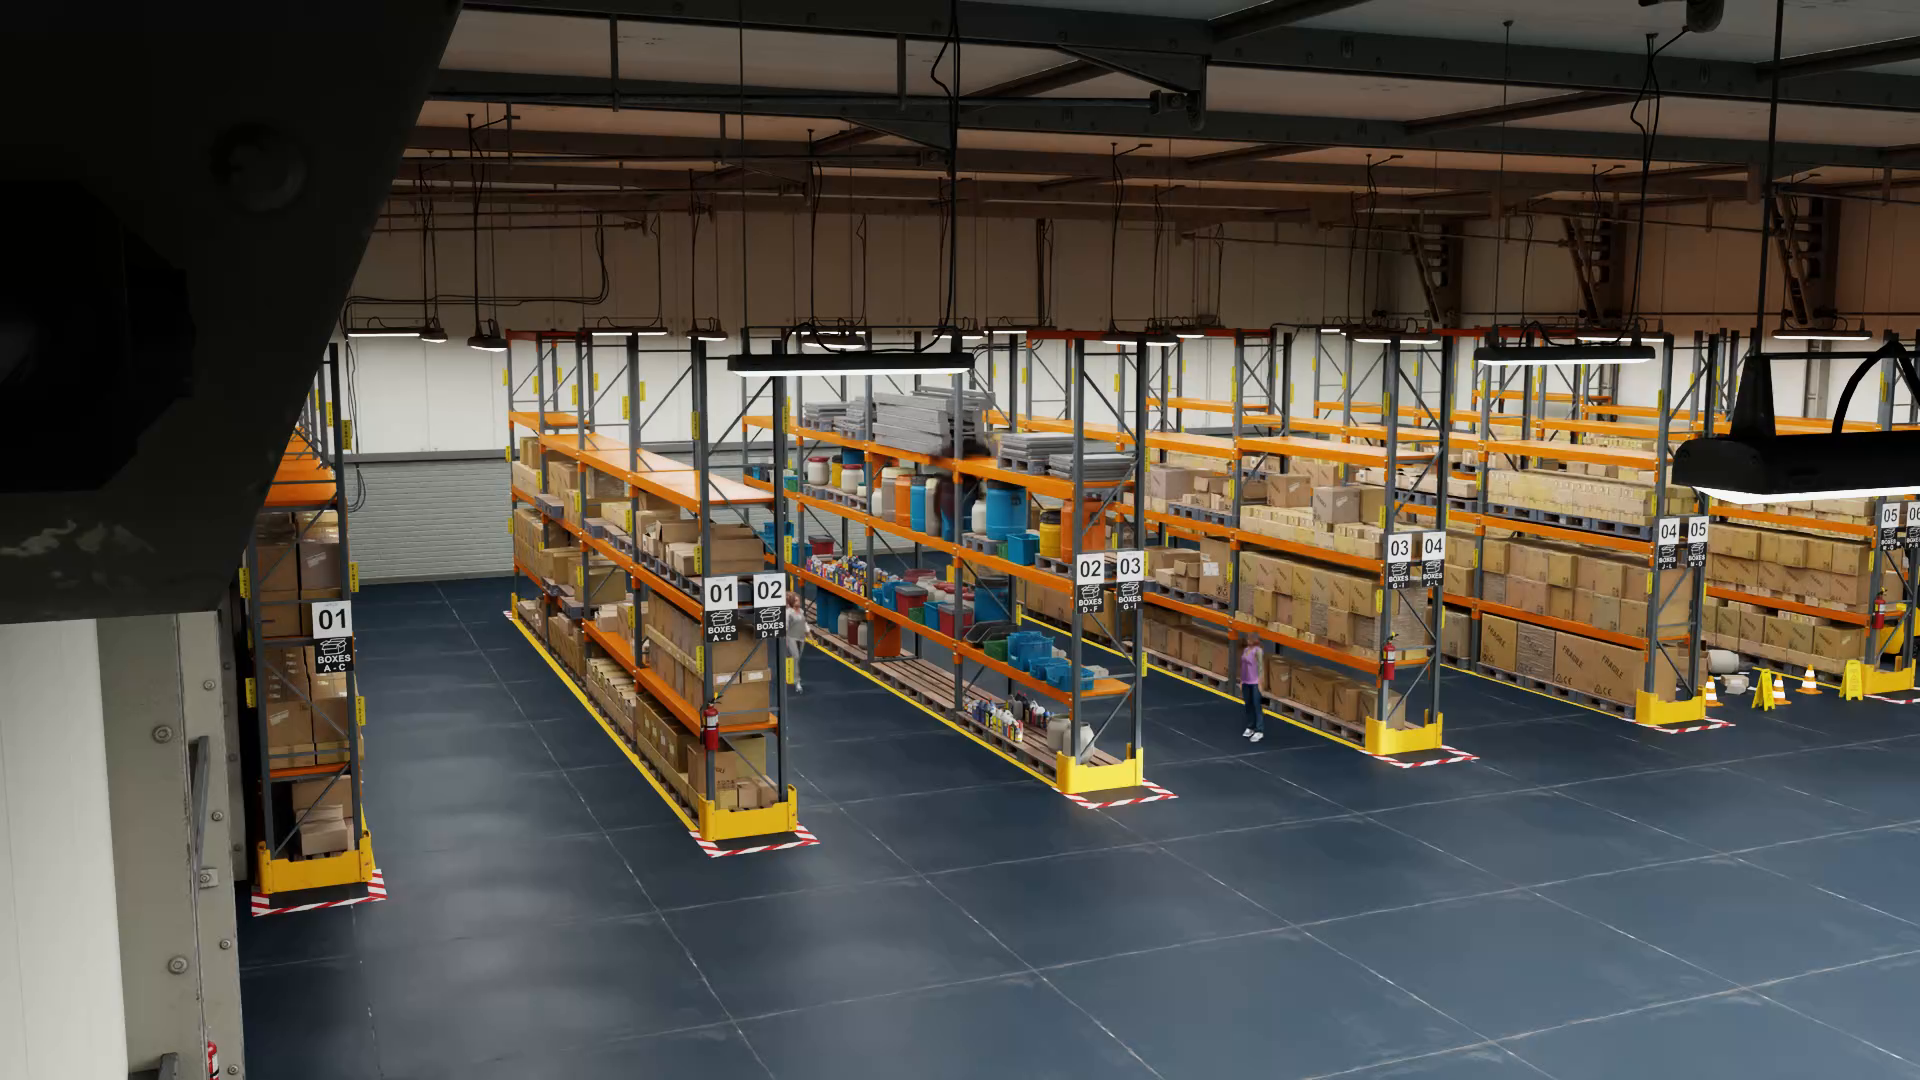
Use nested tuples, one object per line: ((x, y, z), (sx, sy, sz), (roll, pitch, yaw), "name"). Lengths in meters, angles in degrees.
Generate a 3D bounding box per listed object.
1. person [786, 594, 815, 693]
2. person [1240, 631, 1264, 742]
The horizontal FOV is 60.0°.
((-2.753, 1.732, 28.138), (0.496, 1.602, 0.696), (-5, 9, -31), "person")
((4.368, 2.176, 24.887), (0.374, 1.595, 0.511), (-5, 9, -31), "person")
